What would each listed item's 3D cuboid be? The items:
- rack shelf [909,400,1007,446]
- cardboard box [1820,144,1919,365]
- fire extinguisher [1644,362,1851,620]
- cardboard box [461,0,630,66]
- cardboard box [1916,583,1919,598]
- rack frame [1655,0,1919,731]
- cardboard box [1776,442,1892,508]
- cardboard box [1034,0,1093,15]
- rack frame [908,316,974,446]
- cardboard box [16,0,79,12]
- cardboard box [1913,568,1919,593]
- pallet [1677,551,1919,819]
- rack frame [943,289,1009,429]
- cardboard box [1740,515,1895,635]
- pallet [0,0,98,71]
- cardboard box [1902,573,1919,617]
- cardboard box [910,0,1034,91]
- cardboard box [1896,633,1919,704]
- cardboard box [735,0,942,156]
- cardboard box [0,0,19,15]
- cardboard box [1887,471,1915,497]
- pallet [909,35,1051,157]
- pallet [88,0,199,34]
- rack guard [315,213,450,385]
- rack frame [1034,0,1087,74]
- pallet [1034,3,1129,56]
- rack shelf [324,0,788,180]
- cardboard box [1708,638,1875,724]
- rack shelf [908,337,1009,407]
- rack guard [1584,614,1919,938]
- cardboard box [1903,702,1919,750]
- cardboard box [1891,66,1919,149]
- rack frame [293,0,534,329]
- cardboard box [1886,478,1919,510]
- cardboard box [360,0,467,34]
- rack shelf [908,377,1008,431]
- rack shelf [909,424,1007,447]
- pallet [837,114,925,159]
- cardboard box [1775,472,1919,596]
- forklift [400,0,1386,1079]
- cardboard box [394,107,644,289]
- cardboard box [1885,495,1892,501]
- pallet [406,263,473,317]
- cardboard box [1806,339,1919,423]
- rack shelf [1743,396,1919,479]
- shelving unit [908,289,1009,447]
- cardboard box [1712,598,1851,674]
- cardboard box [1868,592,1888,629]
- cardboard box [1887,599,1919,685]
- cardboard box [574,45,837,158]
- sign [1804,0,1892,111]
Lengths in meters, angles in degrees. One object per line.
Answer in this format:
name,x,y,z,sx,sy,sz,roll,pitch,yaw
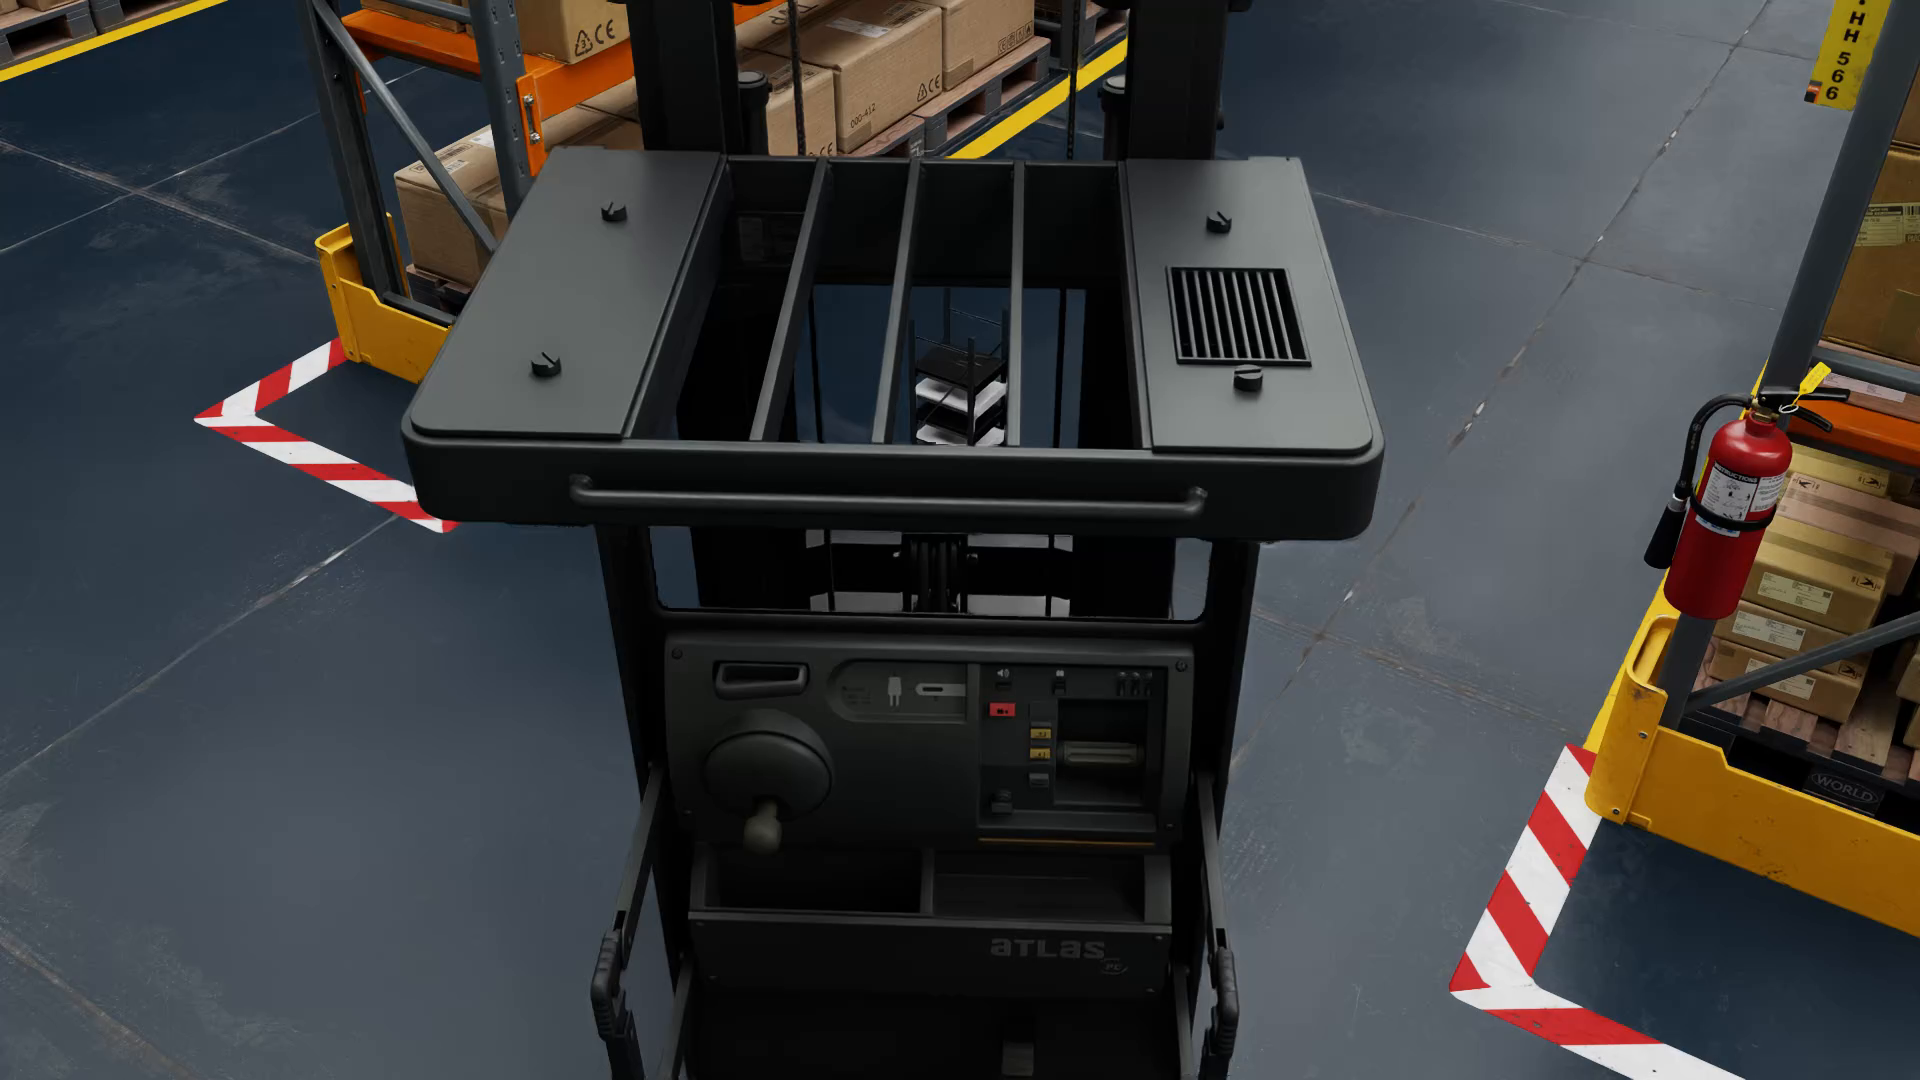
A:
rack shelf,-0.004,-0.397,5.435,0.258,0.077,0.200,21,42,25
cardboard box,2.338,-0.754,3.946,0.500,0.500,0.500,22,43,26
fire extinguisher,1.790,-0.124,3.822,0.296,0.674,0.183,21,42,25
cardboard box,-1.420,-2.041,5.859,0.500,0.500,0.500,21,42,25
cardboard box,2.928,0.106,4.660,0.380,0.149,0.250,22,43,26
rack frame,2.315,-0.281,3.658,1.000,3.000,0.127,21,42,25
cardboard box,2.599,-0.195,5.050,0.380,0.149,0.250,20,42,24
cardboard box,0.488,-3.581,9.334,0.875,0.875,0.875,23,43,26
rack frame,-0.059,-0.300,5.402,0.240,0.900,0.006,21,42,25
cardboard box,-5.214,-3.358,9.353,0.700,0.500,0.500,23,43,27
cardboard box,3.063,0.100,4.911,0.380,0.149,0.250,22,43,26
pallet,2.820,0.377,5.088,1.003,0.211,1.213,21,42,25
rack frame,0.050,-0.405,5.538,0.240,0.900,0.006,21,42,25
cardboard box,2.384,0.090,4.680,0.380,0.149,0.250,22,43,26
pallet,-5.645,-2.816,9.230,1.003,0.211,1.213,21,42,25
cardboard box,3.064,0.224,4.993,0.380,0.149,0.250,22,43,26
cardboard box,-0.203,-2.773,8.645,0.875,0.438,0.875,21,42,24
cardboard box,2.812,0.378,4.550,0.380,0.149,0.250,23,43,27
cardboard box,-0.682,-2.311,8.046,0.875,0.438,0.875,20,42,24
cardboard box,-5.444,-2.998,9.173,0.380,0.149,0.250,19,42,23
cardboard box,2.791,-0.308,5.197,0.380,0.149,0.250,19,42,23
pallet,-0.250,-2.439,8.741,1.003,0.211,1.213,21,42,25
pallet,-4.991,-3.442,10.042,1.003,0.211,1.213,21,42,25
rack guard,-1.932,-0.846,6.438,1.175,0.500,0.348,21,42,25
rack frame,0.224,-3.910,8.365,1.000,3.000,0.127,21,42,25
pallet,0.573,-3.228,9.765,1.003,0.211,1.213,21,42,25
rack shelf,-0.848,-2.594,7.247,1.077,0.370,4.000,21,42,25
cardboard box,2.420,0.342,4.840,0.380,0.149,0.250,22,43,26
rack shelf,-0.004,-0.540,5.325,0.258,0.077,0.200,21,42,25
rack guard,2.355,0.670,4.472,1.175,0.500,0.348,21,42,25
cardboard box,2.866,0.516,4.614,0.380,0.149,0.250,22,43,26
cardboard box,2.350,-1.152,3.643,0.500,0.500,0.500,20,42,24
rack frame,-1.919,-1.848,5.690,1.000,3.000,0.127,21,42,25
cardboard box,2.864,-0.175,5.267,0.380,0.149,0.250,21,42,25
cardboard box,-1.884,-2.223,6.095,0.500,0.500,0.500,21,42,25
rack shelf,-0.004,-0.468,5.380,0.258,0.077,0.200,21,42,25
rack shelf,-0.004,-0.326,5.490,0.258,0.077,0.200,21,42,25
pallet,-0.903,-1.808,7.922,1.003,0.211,1.213,21,42,25
cardboard box,2.567,-0.020,4.823,0.380,0.149,0.250,22,43,26
forklift,-0.063,0.437,2.782,1.130,2.935,3.031,1,38,2
cardboard box,-1.650,-1.373,6.828,0.875,0.438,0.875,20,42,24
cardboard box,2.633,-0.070,5.131,0.380,0.149,0.250,19,42,23
pallet,-1.557,-1.181,7.110,1.003,0.211,1.213,21,42,25
cardboard box,2.251,-0.442,4.072,0.380,0.149,0.250,21,42,25
rack shelf,3.386,-1.027,5.215,1.077,0.370,4.000,21,42,25
shelving unit,-0.004,-0.352,5.470,0.258,0.900,0.210,21,42,25
cardboard box,2.356,0.199,4.783,0.380,0.149,0.250,20,42,24
cardboard box,2.542,0.081,4.935,0.380,0.149,0.250,20,42,24
cardboard box,2.937,0.355,4.824,0.380,0.149,0.250,21,42,25
cardboard box,-1.167,-1.847,7.444,0.875,0.438,0.875,22,43,26
sign,1.857,-1.057,3.457,0.100,0.325,0.005,21,42,25
